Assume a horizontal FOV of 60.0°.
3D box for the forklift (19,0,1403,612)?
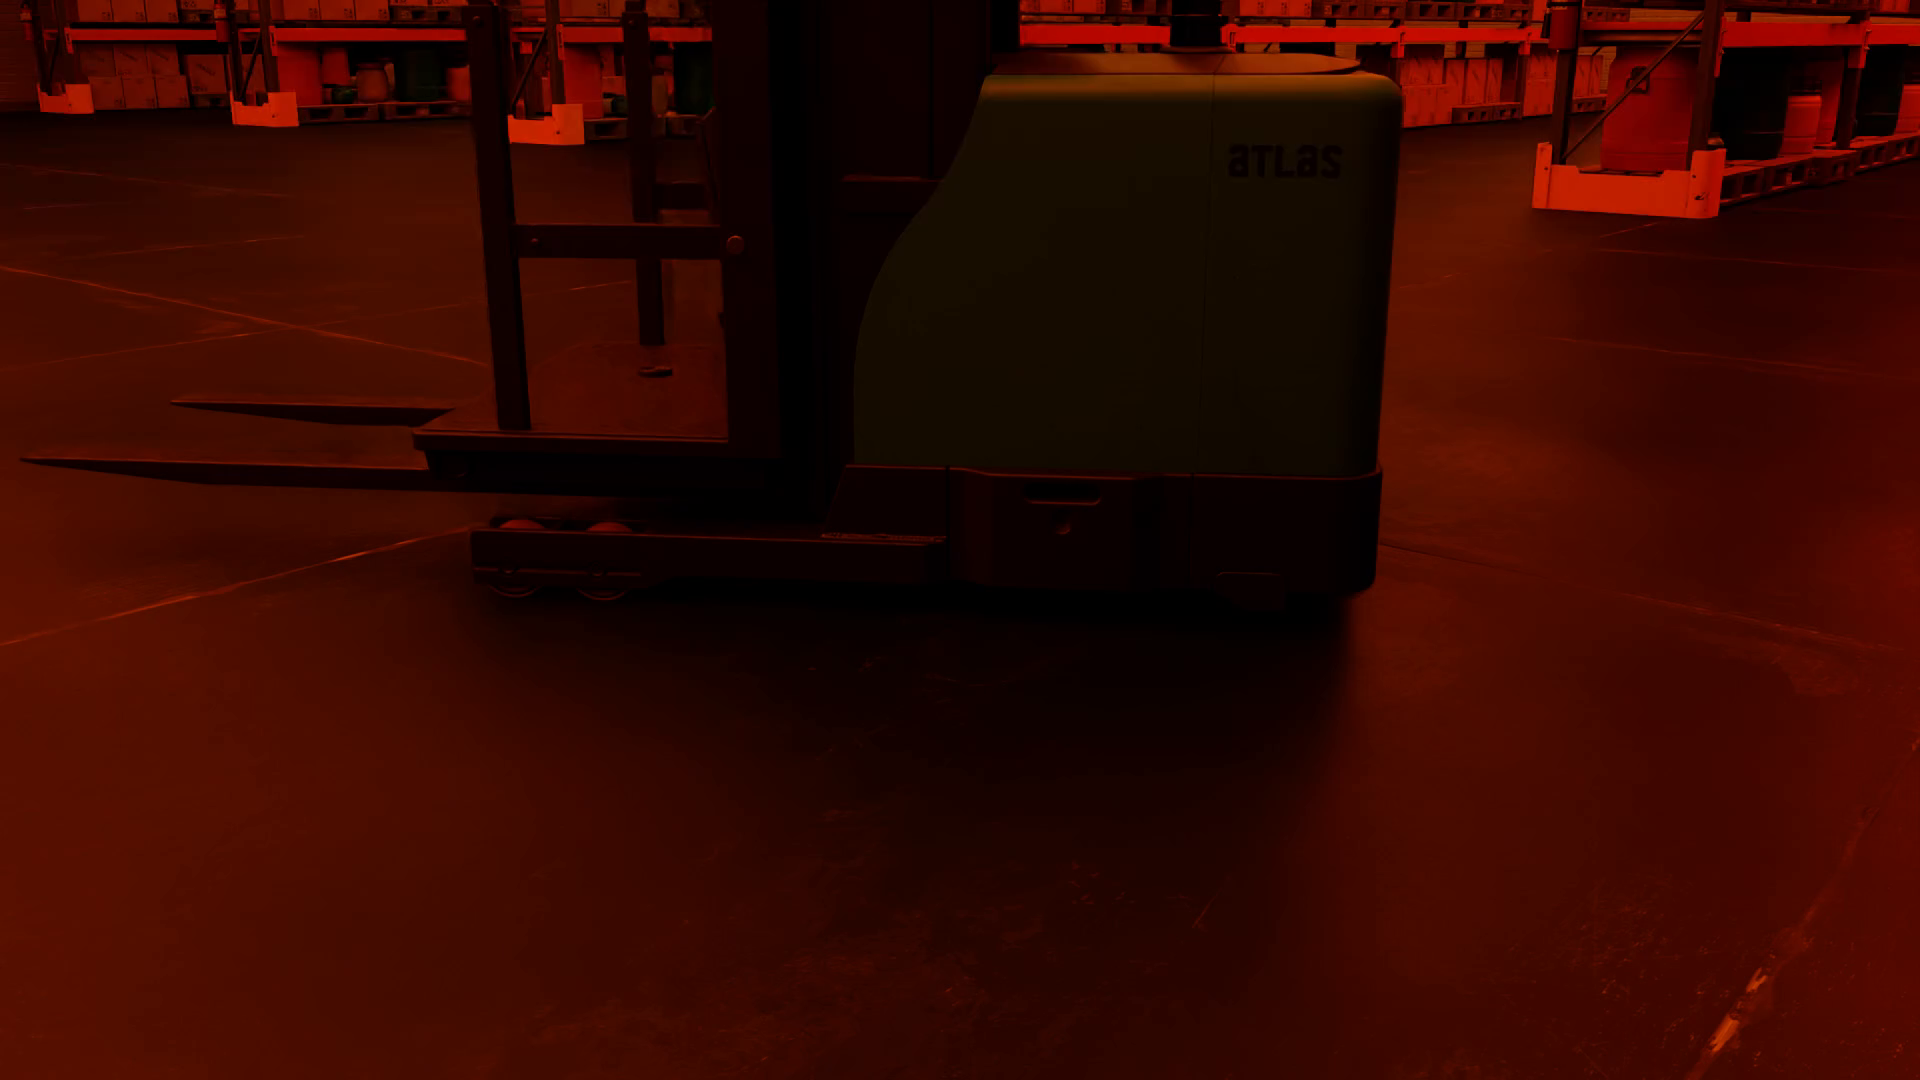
[{"bbox_3d":[-0.607,-1.422,3.581,3.031,2.935,1.130,2,17,6],"label":"forklift"}]
